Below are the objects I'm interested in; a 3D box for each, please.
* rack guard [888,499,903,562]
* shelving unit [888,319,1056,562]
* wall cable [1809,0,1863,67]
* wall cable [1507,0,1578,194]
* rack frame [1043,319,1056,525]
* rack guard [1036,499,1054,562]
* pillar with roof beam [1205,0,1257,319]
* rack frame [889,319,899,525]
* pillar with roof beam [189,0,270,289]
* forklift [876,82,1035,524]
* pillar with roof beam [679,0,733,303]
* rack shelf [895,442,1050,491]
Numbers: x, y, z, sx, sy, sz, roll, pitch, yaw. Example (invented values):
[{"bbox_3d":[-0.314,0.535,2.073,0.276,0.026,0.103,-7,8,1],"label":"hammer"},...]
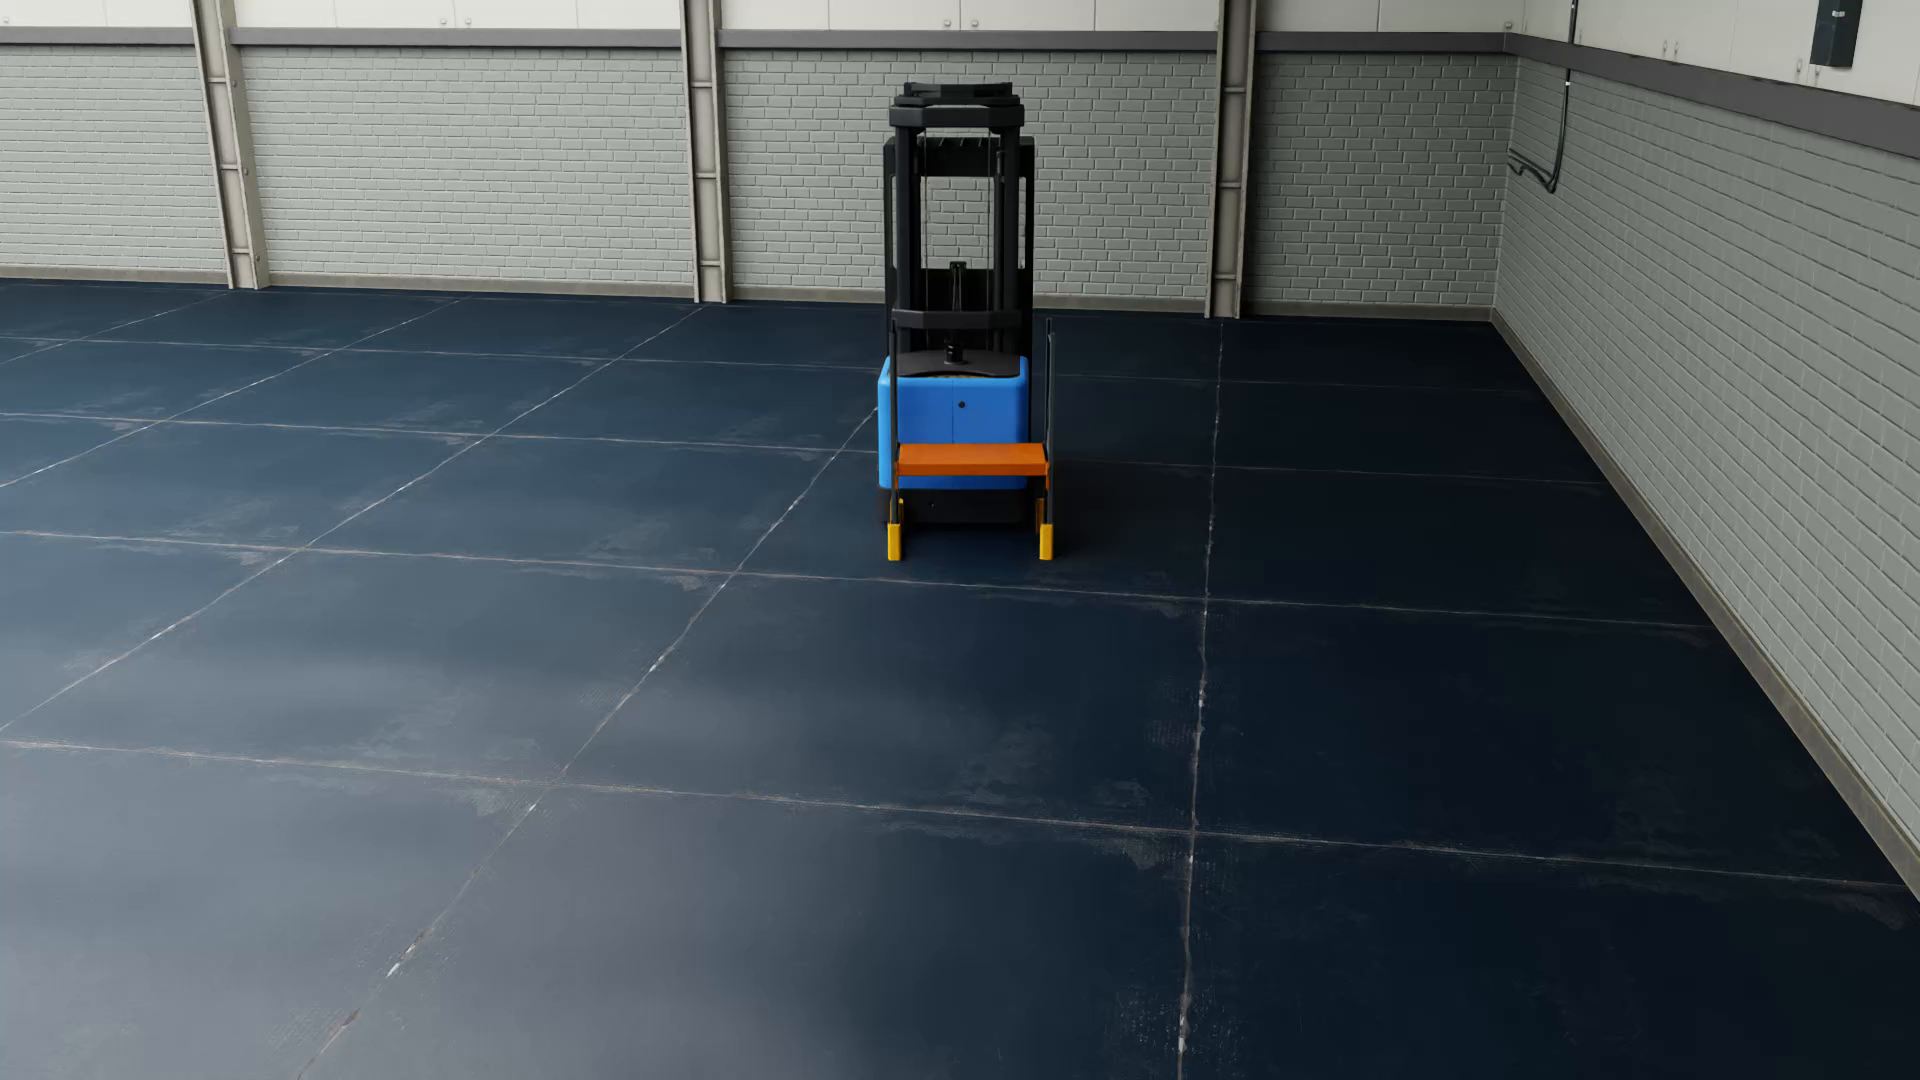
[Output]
[{"bbox_3d":[-0.430,-0.067,11.109,0.087,0.250,0.587,0,19,0],"label":"rack guard"},{"bbox_3d":[0.068,-0.661,10.914,1.083,1.500,0.587,0,19,0],"label":"shelving unit"},{"bbox_3d":[4.168,-4.902,6.413,0.169,6.003,2.305,3,19,9],"label":"wall cable"},{"bbox_3d":[5.690,-4.790,16.331,0.112,2.526,3.097,3,19,9],"label":"wall cable"},{"bbox_3d":[0.586,-0.662,10.917,0.032,1.500,0.500,0,19,0],"label":"rack frame"},{"bbox_3d":[0.566,-0.069,11.115,0.087,0.250,0.587,0,19,0],"label":"rack guard"},{"bbox_3d":[2.308,-5.477,13.489,0.400,9.000,9.100,3,19,9],"label":"pillar with roof beam"},{"bbox_3d":[-0.431,-0.660,10.911,0.032,1.500,0.500,0,19,0],"label":"rack frame"},{"bbox_3d":[-9.540,-6.081,15.294,0.400,9.000,9.100,3,19,9],"label":"pillar with roof beam"},{"bbox_3d":[0.001,-1.913,12.400,1.130,2.935,3.031,1,19,2],"label":"forklift"},{"bbox_3d":[-3.616,-5.779,14.392,0.400,9.000,9.100,3,19,9],"label":"pillar with roof beam"},{"bbox_3d":[0.077,-0.490,10.971,1.000,0.185,0.538,0,19,0],"label":"rack shelf"}]
